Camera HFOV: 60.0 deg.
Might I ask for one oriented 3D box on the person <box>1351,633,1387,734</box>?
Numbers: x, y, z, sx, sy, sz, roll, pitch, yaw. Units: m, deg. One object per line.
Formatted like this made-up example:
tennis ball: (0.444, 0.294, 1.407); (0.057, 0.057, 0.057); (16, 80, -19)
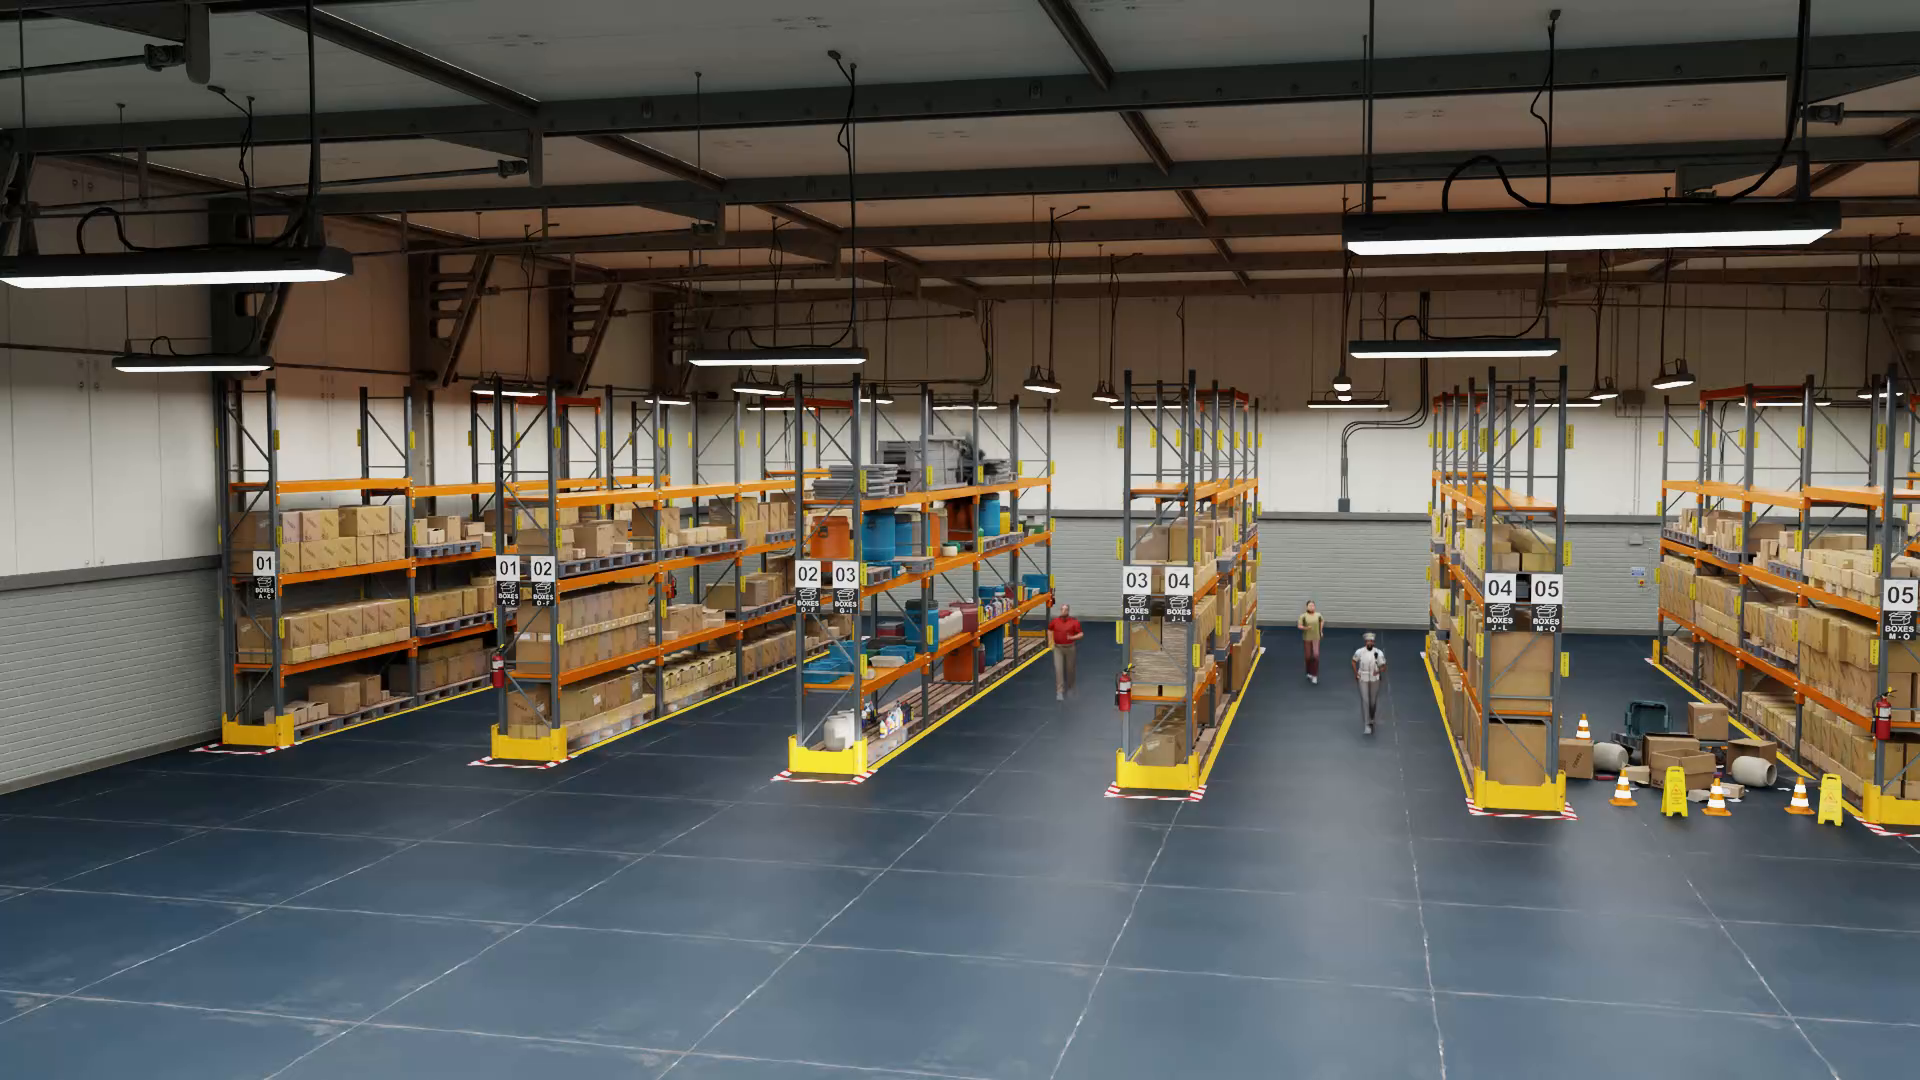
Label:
person: (7.042, 2.431, 28.619); (0.591, 1.699, 0.835); (1, 3, 10)

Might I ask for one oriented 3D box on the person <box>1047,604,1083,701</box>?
person: (1.901, 2.053, 30.285); (0.673, 1.763, 0.883); (0, 3, 8)

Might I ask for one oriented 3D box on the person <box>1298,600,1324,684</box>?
person: (7.267, 2.099, 34.470); (0.541, 1.720, 0.722); (1, 3, 10)
